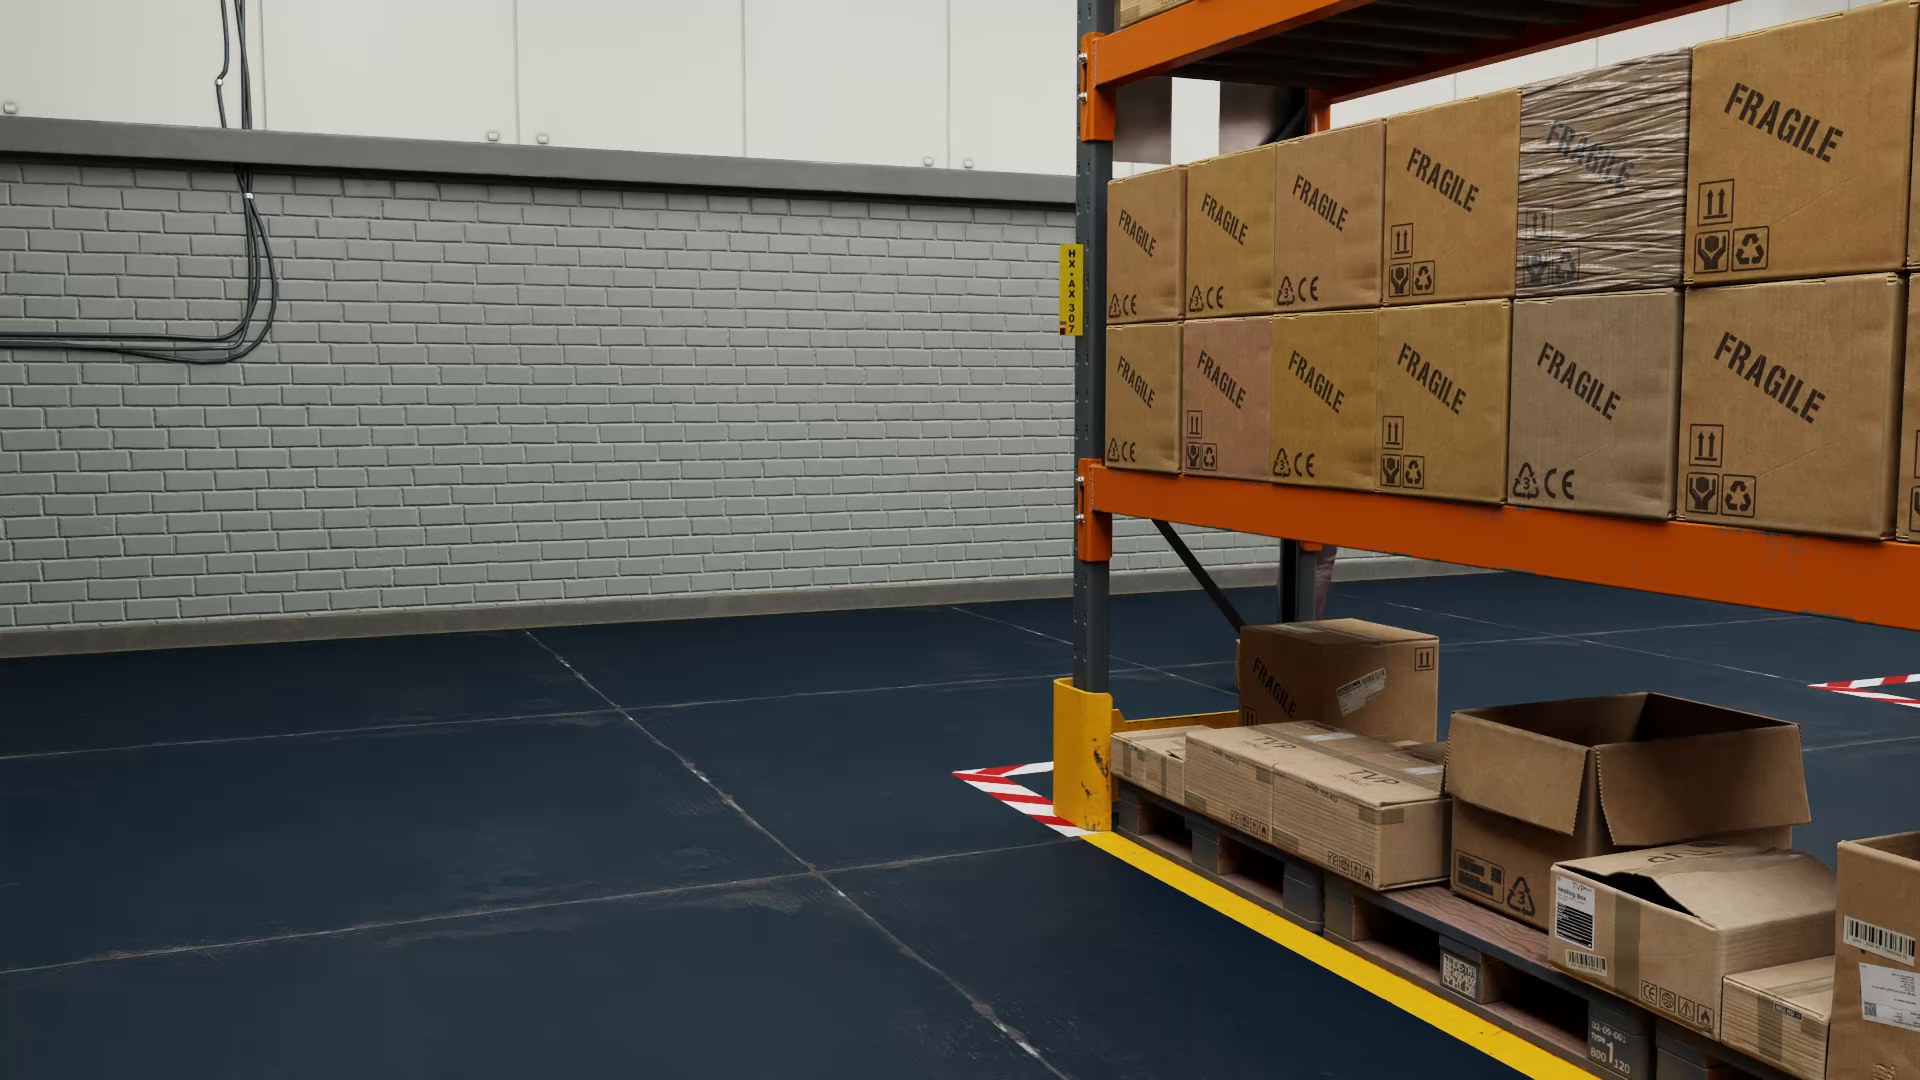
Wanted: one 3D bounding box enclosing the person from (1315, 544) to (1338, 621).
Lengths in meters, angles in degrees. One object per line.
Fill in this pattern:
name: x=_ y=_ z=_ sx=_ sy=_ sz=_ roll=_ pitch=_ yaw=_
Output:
person: x=2.132 y=-0.181 z=9.955 sx=0.539 sy=1.786 sz=0.498 roll=4 pitch=7 yaw=36
